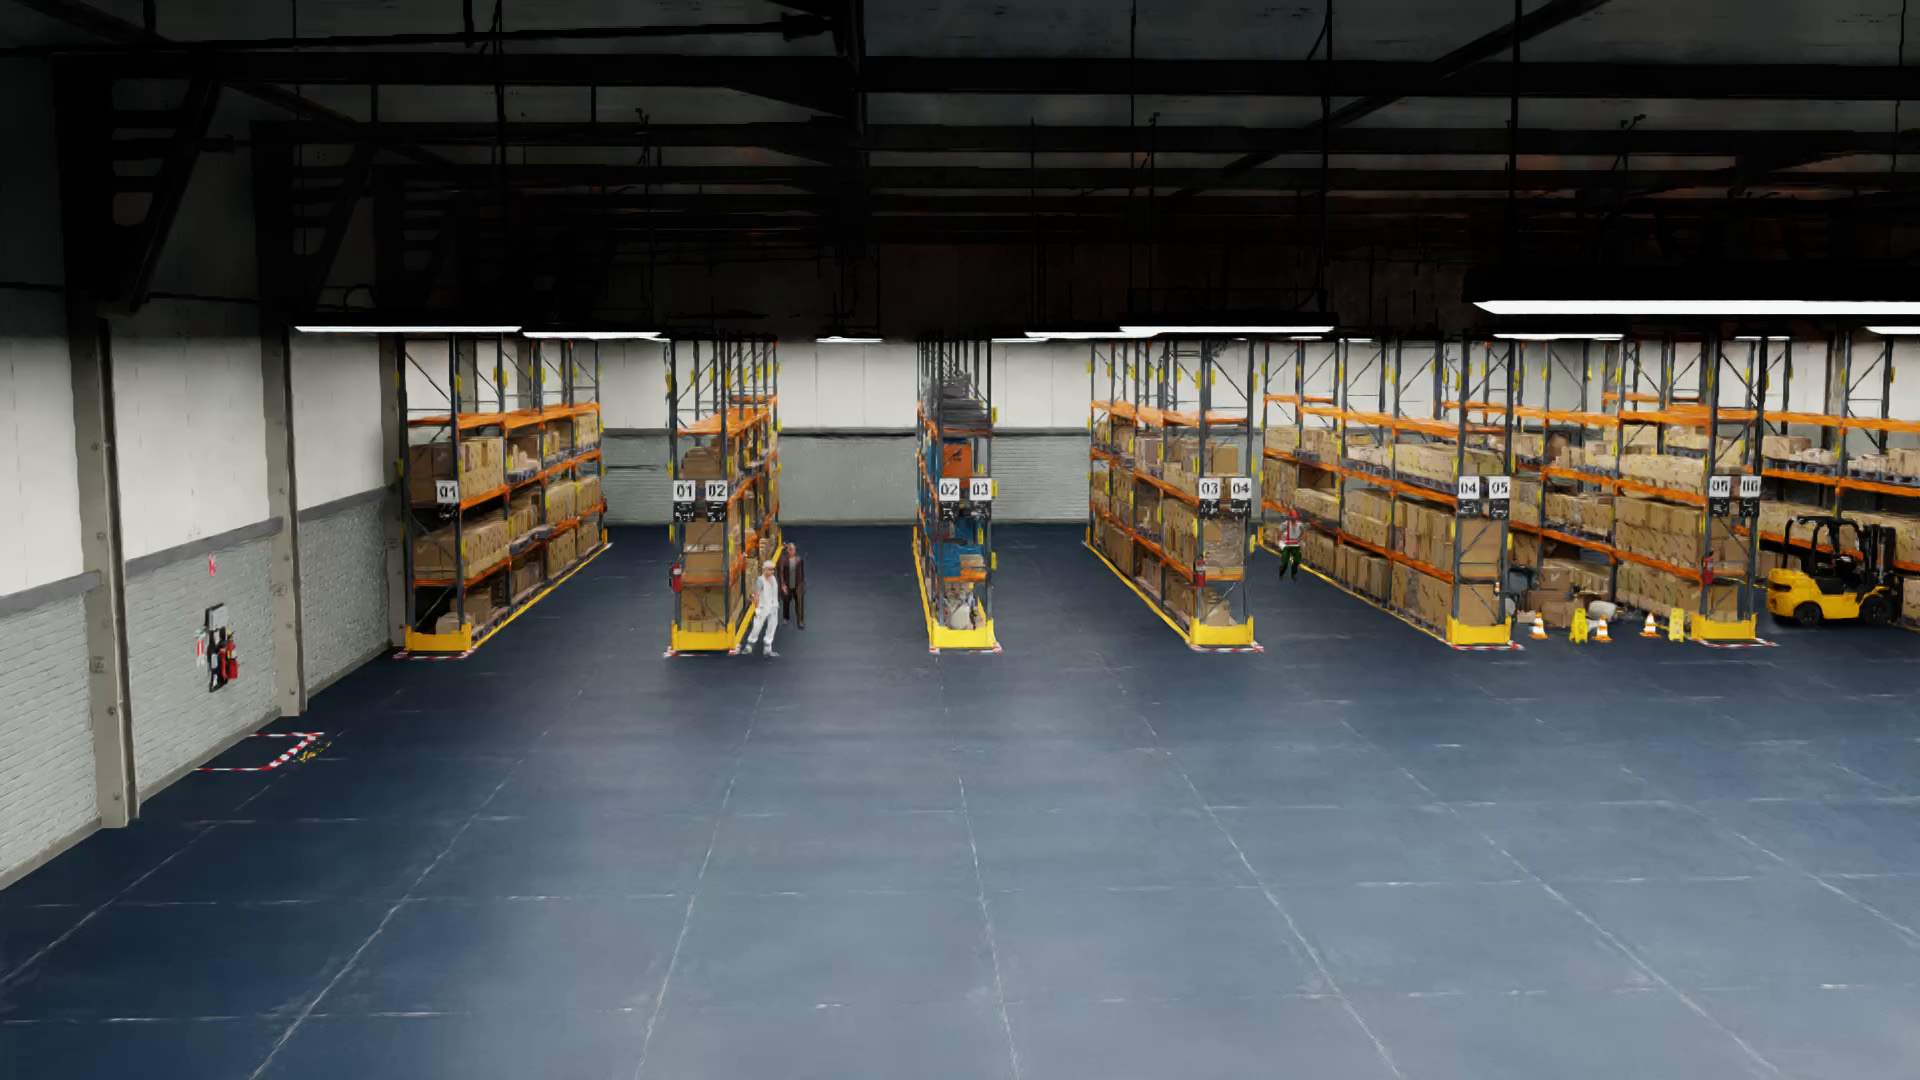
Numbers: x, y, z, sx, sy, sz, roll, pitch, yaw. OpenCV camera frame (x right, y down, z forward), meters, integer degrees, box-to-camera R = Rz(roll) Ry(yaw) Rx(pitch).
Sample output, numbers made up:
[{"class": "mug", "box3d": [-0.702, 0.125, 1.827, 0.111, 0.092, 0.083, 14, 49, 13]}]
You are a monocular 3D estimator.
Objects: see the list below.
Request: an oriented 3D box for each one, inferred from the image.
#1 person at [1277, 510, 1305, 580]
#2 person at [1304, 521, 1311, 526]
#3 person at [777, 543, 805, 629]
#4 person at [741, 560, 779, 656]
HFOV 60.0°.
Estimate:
[{"class": "person", "box3d": [8.035, 0.121, 40.303, 0.677, 1.742, 0.551, 0, 7, -4]}, {"class": "person", "box3d": [10.637, -1.246, 51.900, 0.584, 1.711, 0.950, 3, 7, 25]}, {"class": "person", "box3d": [-3.404, 1.006, 33.539, 0.577, 1.518, 1.103, -1, 7, -11]}, {"class": "person", "box3d": [-3.655, 1.258, 30.461, 0.731, 1.780, 0.517, -7, 9, -44]}]
